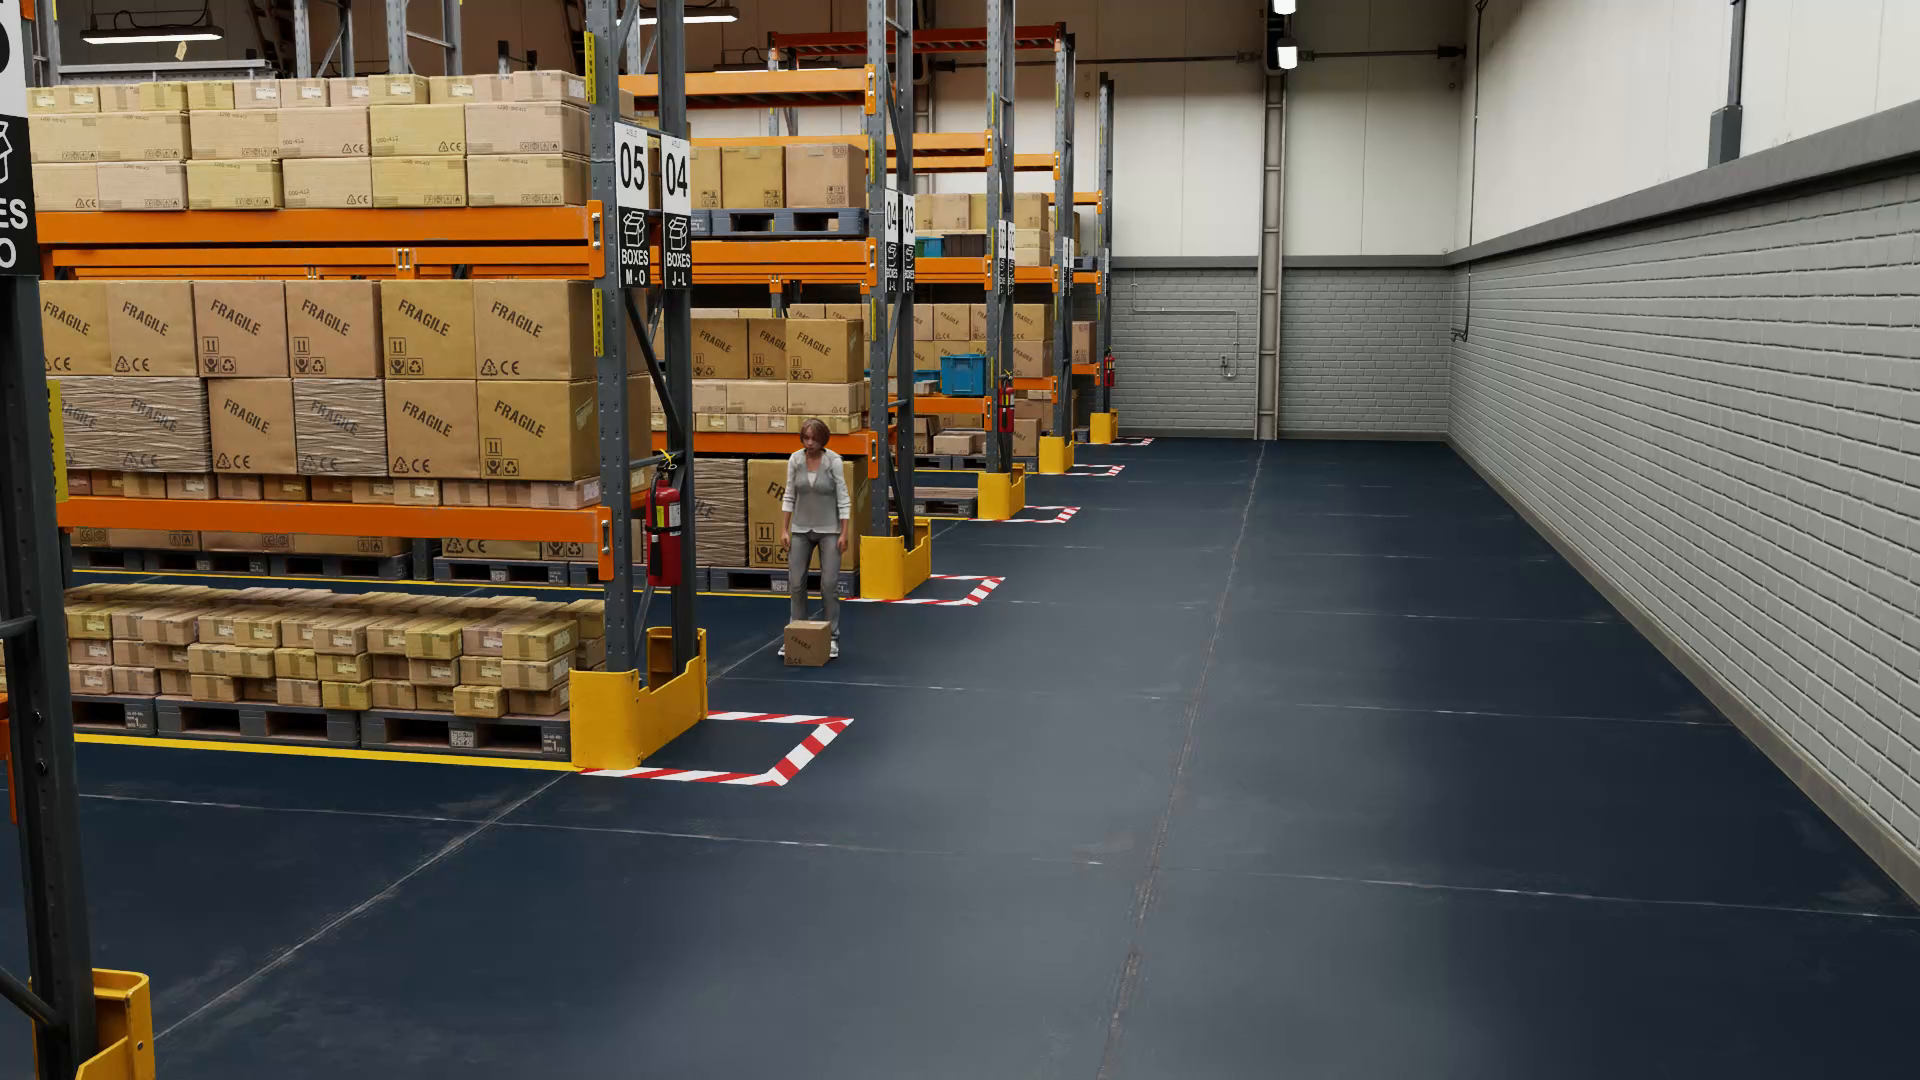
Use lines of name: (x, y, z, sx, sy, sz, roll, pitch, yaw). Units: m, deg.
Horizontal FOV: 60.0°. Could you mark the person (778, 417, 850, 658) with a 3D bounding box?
person: (-0.958, -0.022, 11.021, 0.468, 1.592, 0.350, 2, 8, 11)
